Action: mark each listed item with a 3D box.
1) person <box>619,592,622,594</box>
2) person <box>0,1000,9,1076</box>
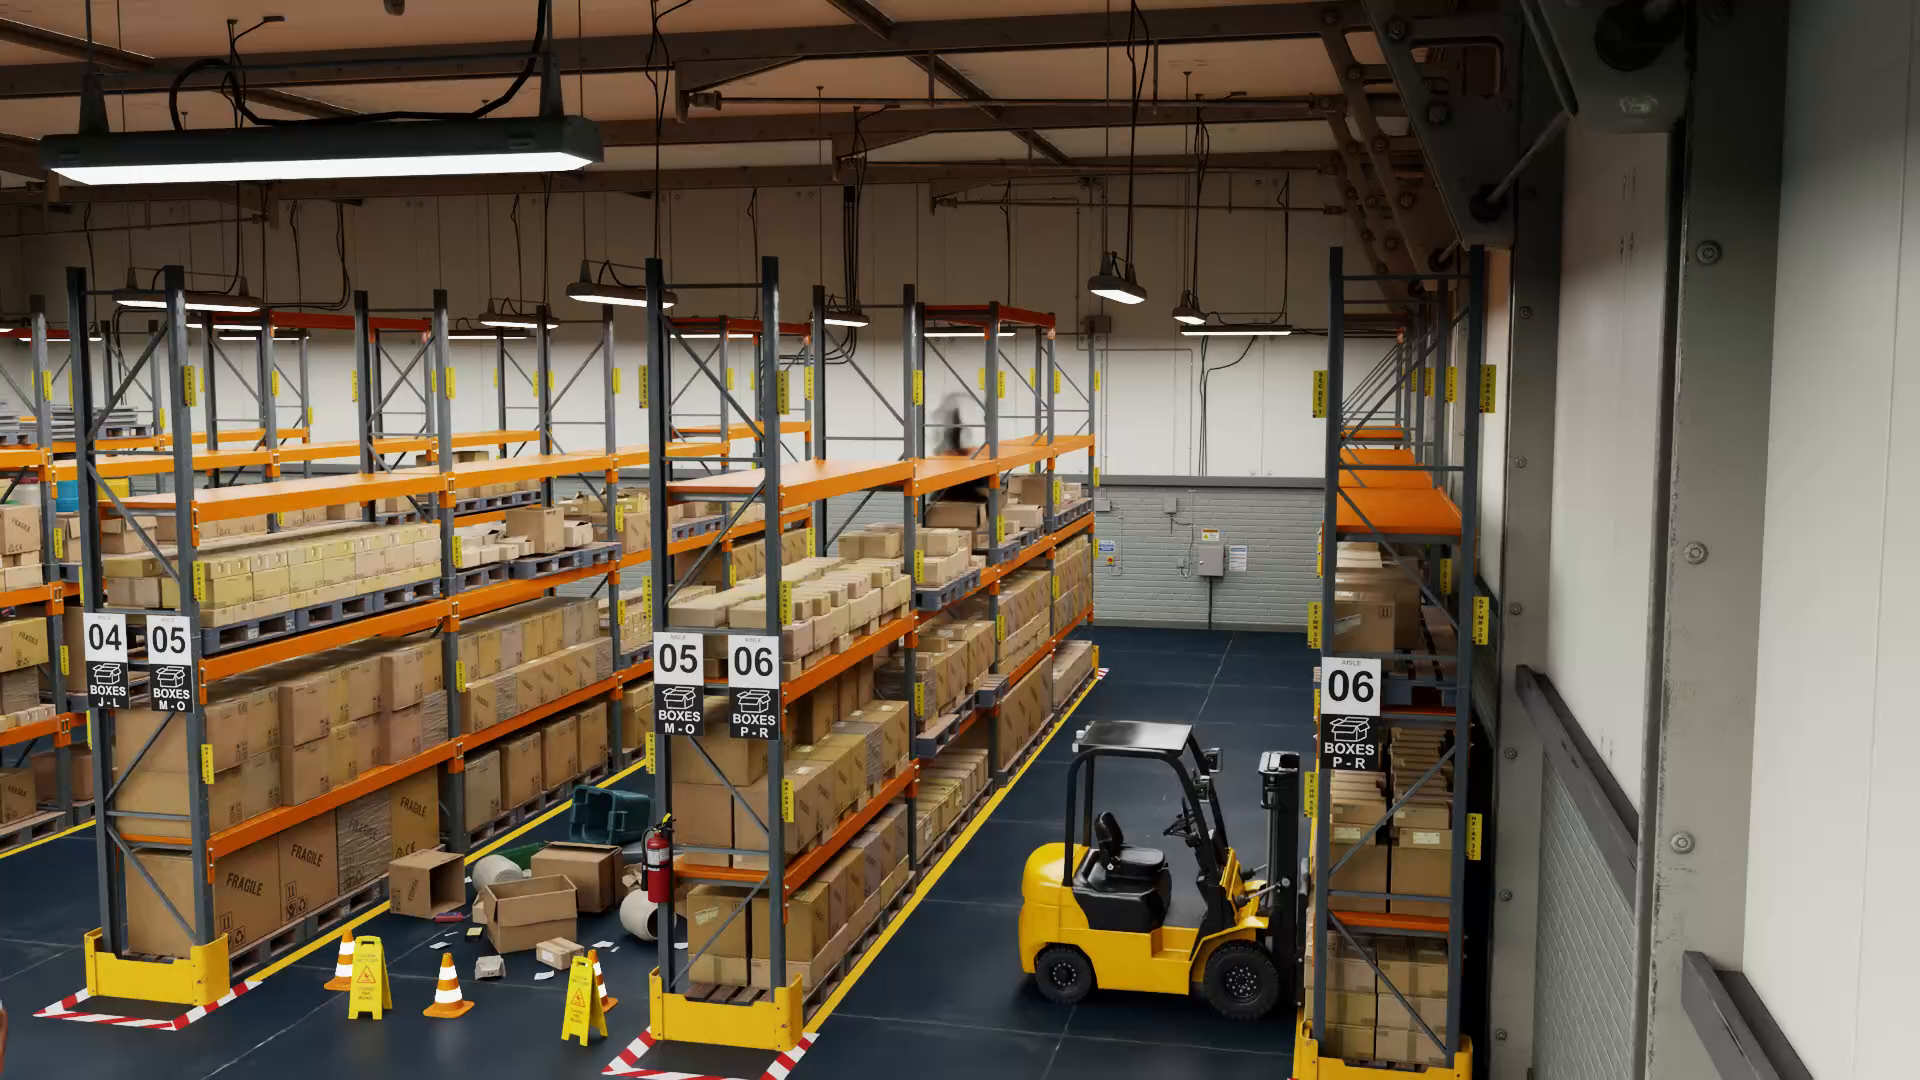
[{"bbox_3d":[-5.451,1.642,26.988,0.617,1.633,0.606,2,6,23],"label":"person"},{"bbox_3d":[-6.100,3.287,9.966,0.725,1.776,0.841,-3,7,-30],"label":"person"}]
